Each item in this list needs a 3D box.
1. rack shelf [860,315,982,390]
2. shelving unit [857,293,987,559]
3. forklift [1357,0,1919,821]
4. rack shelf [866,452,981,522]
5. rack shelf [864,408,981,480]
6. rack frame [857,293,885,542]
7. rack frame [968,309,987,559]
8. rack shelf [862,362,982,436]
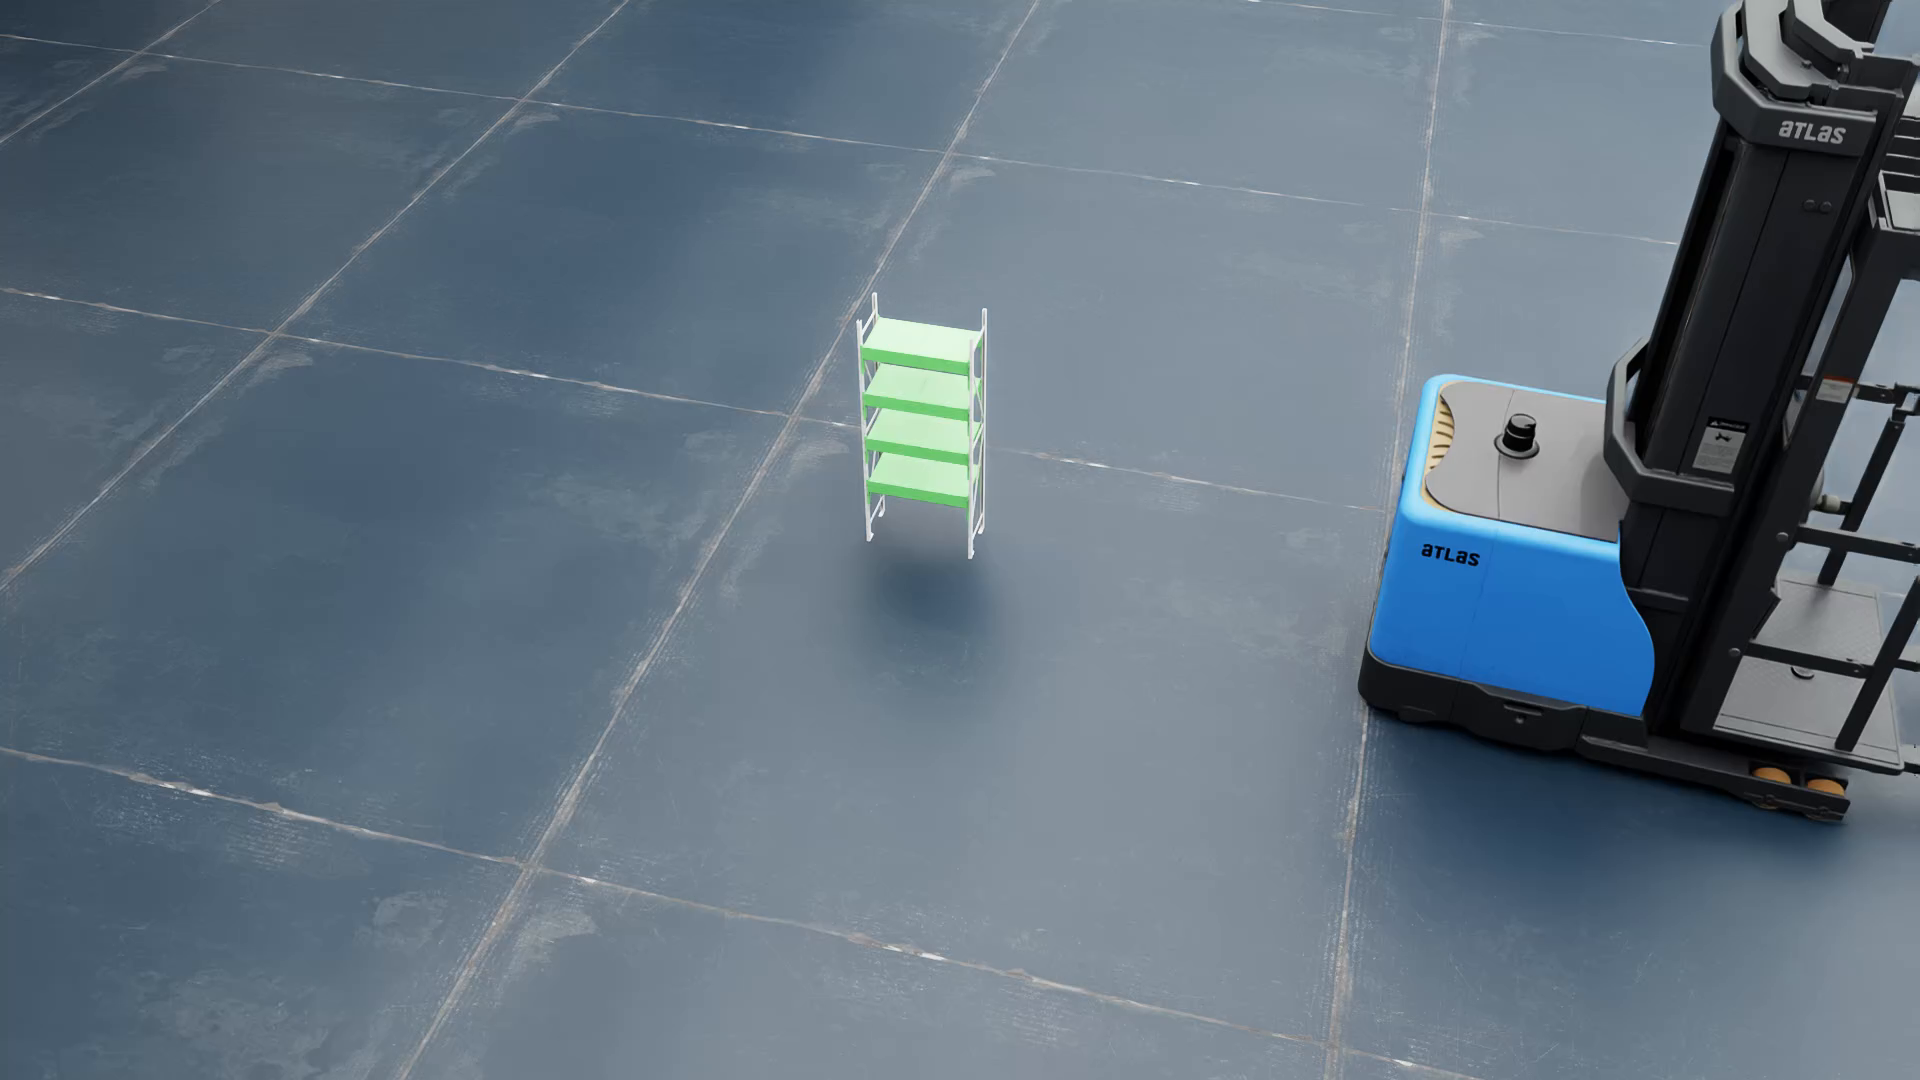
[{"bbox_3d":[-0.160,-0.806,7.129,0.480,0.148,0.258,10,41,11],"label":"rack shelf"},{"bbox_3d":[-0.160,-0.487,7.397,0.503,1.200,0.258,10,41,11],"label":"shelving unit"},{"bbox_3d":[3.225,-0.419,5.970,3.031,2.935,1.130,12,41,14],"label":"forklift"},{"bbox_3d":[-0.160,-0.254,7.592,0.480,0.148,0.258,10,41,11],"label":"rack shelf"},{"bbox_3d":[-0.160,-0.438,7.438,0.480,0.148,0.258,10,41,11],"label":"rack shelf"},{"bbox_3d":[-0.396,-0.528,7.445,0.015,1.200,0.240,10,41,11],"label":"rack frame"},{"bbox_3d":[0.076,-0.446,7.349,0.015,1.200,0.240,10,41,11],"label":"rack frame"},{"bbox_3d":[-0.160,-0.622,7.284,0.480,0.148,0.258,10,41,11],"label":"rack shelf"}]
